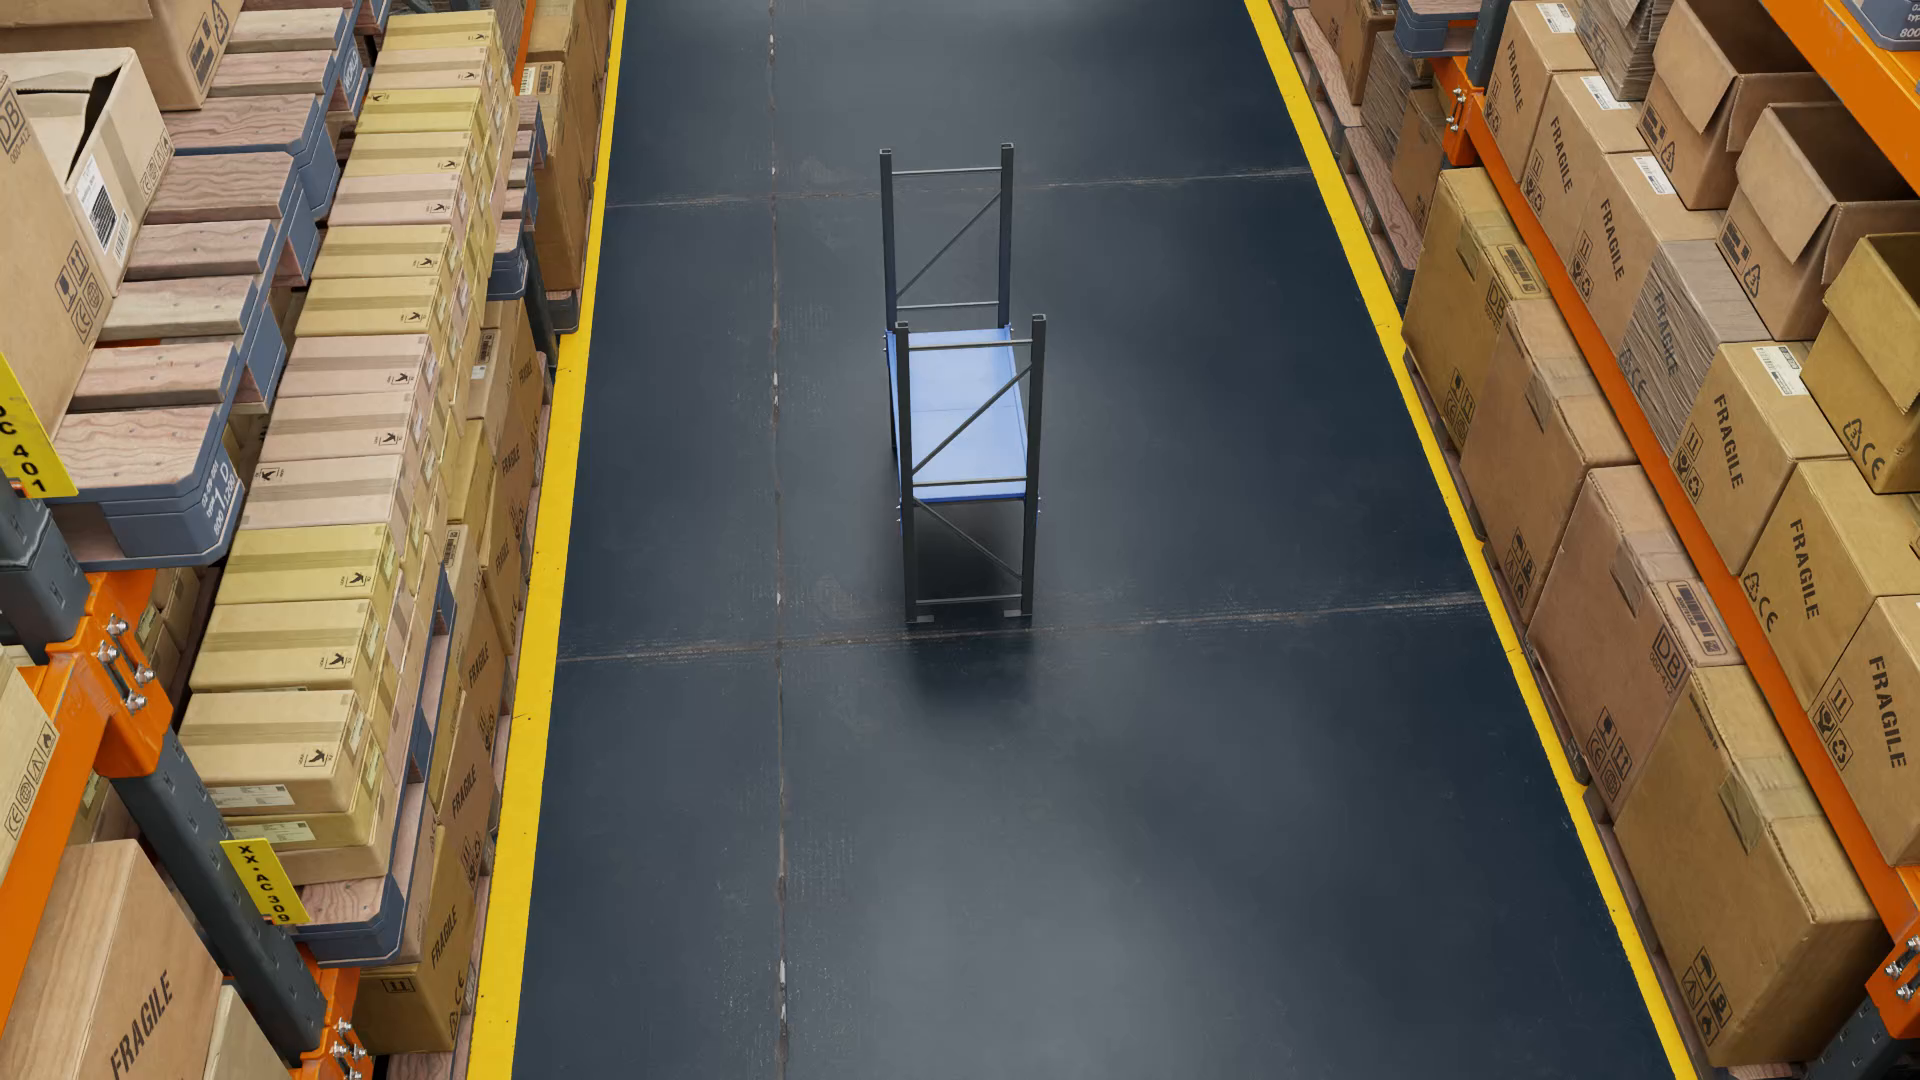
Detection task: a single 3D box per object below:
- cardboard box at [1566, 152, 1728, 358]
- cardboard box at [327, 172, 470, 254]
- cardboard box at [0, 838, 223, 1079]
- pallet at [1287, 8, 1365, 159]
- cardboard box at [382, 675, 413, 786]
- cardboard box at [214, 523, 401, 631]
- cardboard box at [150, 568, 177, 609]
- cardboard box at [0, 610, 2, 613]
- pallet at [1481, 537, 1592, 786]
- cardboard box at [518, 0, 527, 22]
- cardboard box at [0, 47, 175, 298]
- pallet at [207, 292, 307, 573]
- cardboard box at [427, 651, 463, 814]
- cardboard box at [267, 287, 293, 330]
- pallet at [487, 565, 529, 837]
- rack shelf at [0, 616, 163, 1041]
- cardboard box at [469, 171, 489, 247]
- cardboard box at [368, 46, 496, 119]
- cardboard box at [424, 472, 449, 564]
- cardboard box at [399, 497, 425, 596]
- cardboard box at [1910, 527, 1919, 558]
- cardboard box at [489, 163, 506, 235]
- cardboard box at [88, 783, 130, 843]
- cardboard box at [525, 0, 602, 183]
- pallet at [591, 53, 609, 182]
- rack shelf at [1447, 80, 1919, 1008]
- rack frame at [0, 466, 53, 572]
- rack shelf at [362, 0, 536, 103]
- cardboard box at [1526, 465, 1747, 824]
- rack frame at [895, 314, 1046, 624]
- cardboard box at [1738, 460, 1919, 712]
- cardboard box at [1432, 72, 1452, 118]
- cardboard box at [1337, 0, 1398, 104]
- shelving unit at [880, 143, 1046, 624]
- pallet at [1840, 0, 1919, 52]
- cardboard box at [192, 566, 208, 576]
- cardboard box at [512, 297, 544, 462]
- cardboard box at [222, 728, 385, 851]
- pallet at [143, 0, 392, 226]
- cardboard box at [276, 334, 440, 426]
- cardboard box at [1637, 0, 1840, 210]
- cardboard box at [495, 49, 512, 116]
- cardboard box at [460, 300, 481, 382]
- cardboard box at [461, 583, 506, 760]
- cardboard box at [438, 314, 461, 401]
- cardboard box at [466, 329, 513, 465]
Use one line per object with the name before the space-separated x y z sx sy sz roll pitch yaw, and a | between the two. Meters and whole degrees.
cardboard box | 2.461 -0.980 5.679 0.500 0.500 0.500 -4 47 -4
cardboard box | -1.772 -1.025 5.266 0.380 0.149 0.250 -3 47 -3
cardboard box | -1.708 0.909 2.998 0.500 0.500 0.500 -5 47 -5
pallet | 2.437 -2.544 9.151 1.003 0.211 1.213 -3 47 -3
cardboard box | -1.620 0.494 4.236 0.380 0.149 0.250 -3 47 -3
cardboard box | -1.639 0.103 4.197 0.380 0.149 0.250 -3 47 -3
cardboard box | -2.315 0.062 4.441 0.380 0.149 0.250 -5 47 -5
cardboard box | -2.288 0.143 4.159 0.380 0.149 0.250 -5 47 -5
pallet | 2.690 0.358 6.402 1.003 0.211 1.213 -3 47 -3
cardboard box | -2.165 -2.572 7.187 0.500 0.500 0.500 -4 47 -4
cardboard box | -1.881 -0.729 3.217 0.500 0.311 0.500 -4 47 -4
pallet | -2.145 -0.333 5.268 1.003 0.211 1.213 -3 47 -3
cardboard box | -1.862 0.587 5.181 0.500 0.250 0.500 -2 47 -2
cardboard box | -2.421 -0.774 5.437 0.380 0.149 0.250 -2 47 -2
pallet | -2.188 0.576 6.195 1.003 0.211 1.213 -3 47 -3
rack shelf | -1.849 1.728 1.613 1.077 0.370 4.000 -3 47 -3
cardboard box | -1.787 -1.095 5.536 0.380 0.149 0.250 -3 47 -3
cardboard box | -1.835 -1.583 5.793 0.380 0.149 0.250 -4 47 -4
cardboard box | -1.679 -0.053 4.754 0.380 0.149 0.250 -5 47 -5
cardboard box | -1.659 0.030 4.471 0.380 0.149 0.250 -5 47 -5
cardboard box | 2.873 -0.004 4.064 0.797 0.503 0.637 -5 47 -4
cardboard box | -1.811 -1.192 5.833 0.380 0.149 0.250 -3 47 -3
cardboard box | -2.247 0.732 4.011 0.380 0.149 0.250 -4 47 -4
cardboard box | -2.389 -2.278 8.238 1.050 0.750 0.750 -3 47 -3
pallet | -2.441 -2.325 8.943 1.003 0.211 1.213 -3 47 -3
rack shelf | 2.767 -0.362 5.659 1.077 0.370 4.000 -3 47 -3
rack frame | -2.016 -0.997 1.633 1.000 3.000 0.127 -3 47 -3
rack shelf | -2.519 -3.028 8.184 1.077 0.370 4.000 -3 47 -3
cardboard box | 2.785 0.315 5.696 1.225 0.875 0.875 -5 47 -5
rack frame | 0.035 -0.210 6.052 0.500 1.500 0.032 -3 47 -3
cardboard box | 2.589 0.123 4.636 0.500 0.500 0.500 -2 47 -2
cardboard box | 2.514 -2.089 7.702 0.500 0.250 0.500 -2 47 -2
cardboard box | 2.410 -2.642 8.742 0.700 0.500 0.500 0 47 0
shelving unit | -0.007 -0.577 6.400 0.538 1.500 1.048 -3 47 -3
pallet | 2.803 -1.752 4.544 1.003 0.211 1.213 -2 47 -1
cardboard box | -2.338 -0.018 4.722 0.380 0.149 0.250 -5 47 -5
cardboard box | -2.036 -0.653 6.872 0.500 0.500 0.500 -4 47 -3
cardboard box | -1.591 0.592 3.939 0.380 0.149 0.250 -3 47 -3
pallet | -2.052 -1.105 3.930 1.213 0.211 1.003 -3 47 -3
cardboard box | -1.700 -0.445 4.716 0.380 0.149 0.250 -2 47 -2
cardboard box | 2.697 -1.435 5.419 0.797 0.503 0.637 -3 47 -2
cardboard box | -1.856 -1.659 6.071 0.380 0.149 0.250 -3 47 -2
cardboard box | -1.750 -0.629 5.300 0.380 0.149 0.250 -2 47 -2
cardboard box | -1.917 0.469 5.809 0.500 0.500 0.500 -3 47 -3
cardboard box | -1.724 -0.539 5.010 0.380 0.149 0.250 -4 47 -4
cardboard box | -1.980 -0.528 6.236 0.500 0.250 0.500 -3 47 -3
